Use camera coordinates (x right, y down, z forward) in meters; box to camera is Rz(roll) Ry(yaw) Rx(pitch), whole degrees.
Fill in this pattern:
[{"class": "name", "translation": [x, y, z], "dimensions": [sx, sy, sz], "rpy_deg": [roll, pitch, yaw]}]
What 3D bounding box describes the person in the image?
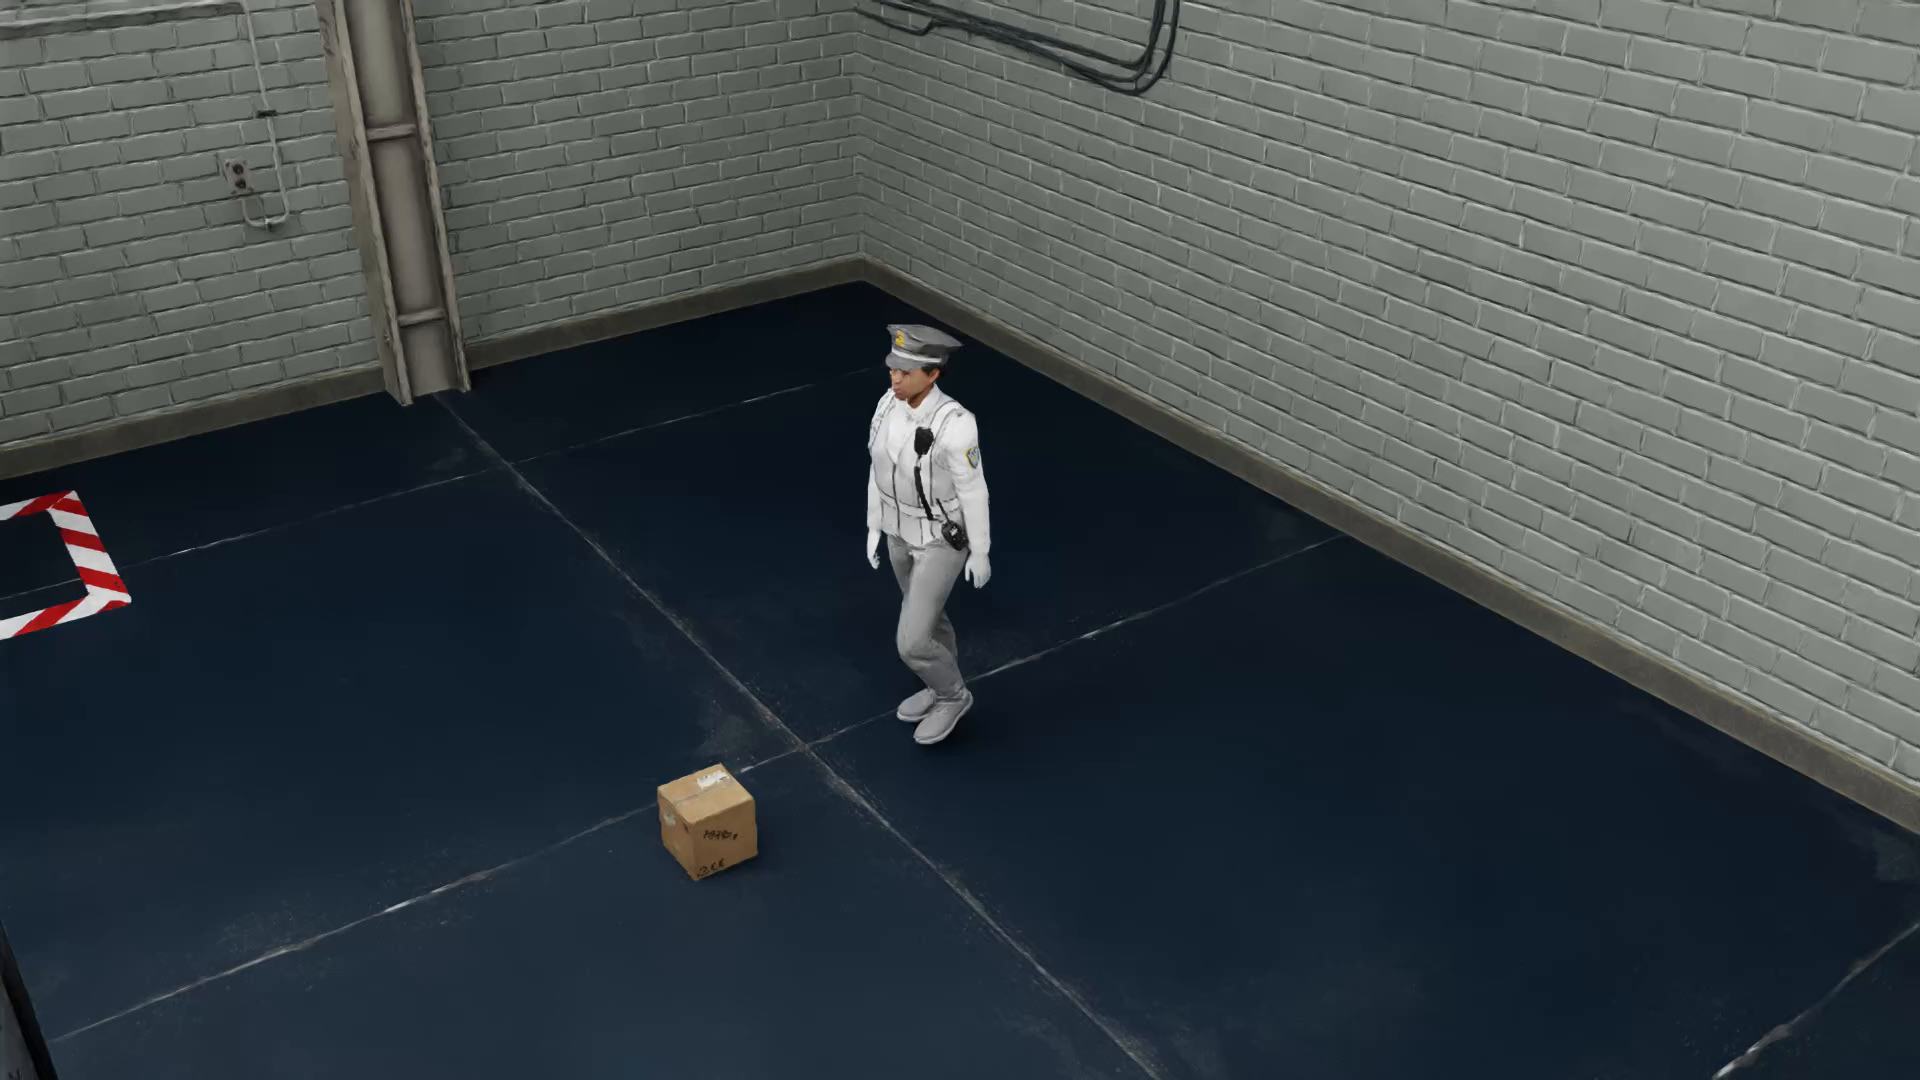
[{"class": "person", "translation": [-0.137, -0.010, 6.087], "dimensions": [0.467, 1.680, 0.509], "rpy_deg": [-25, 37, -37]}]
